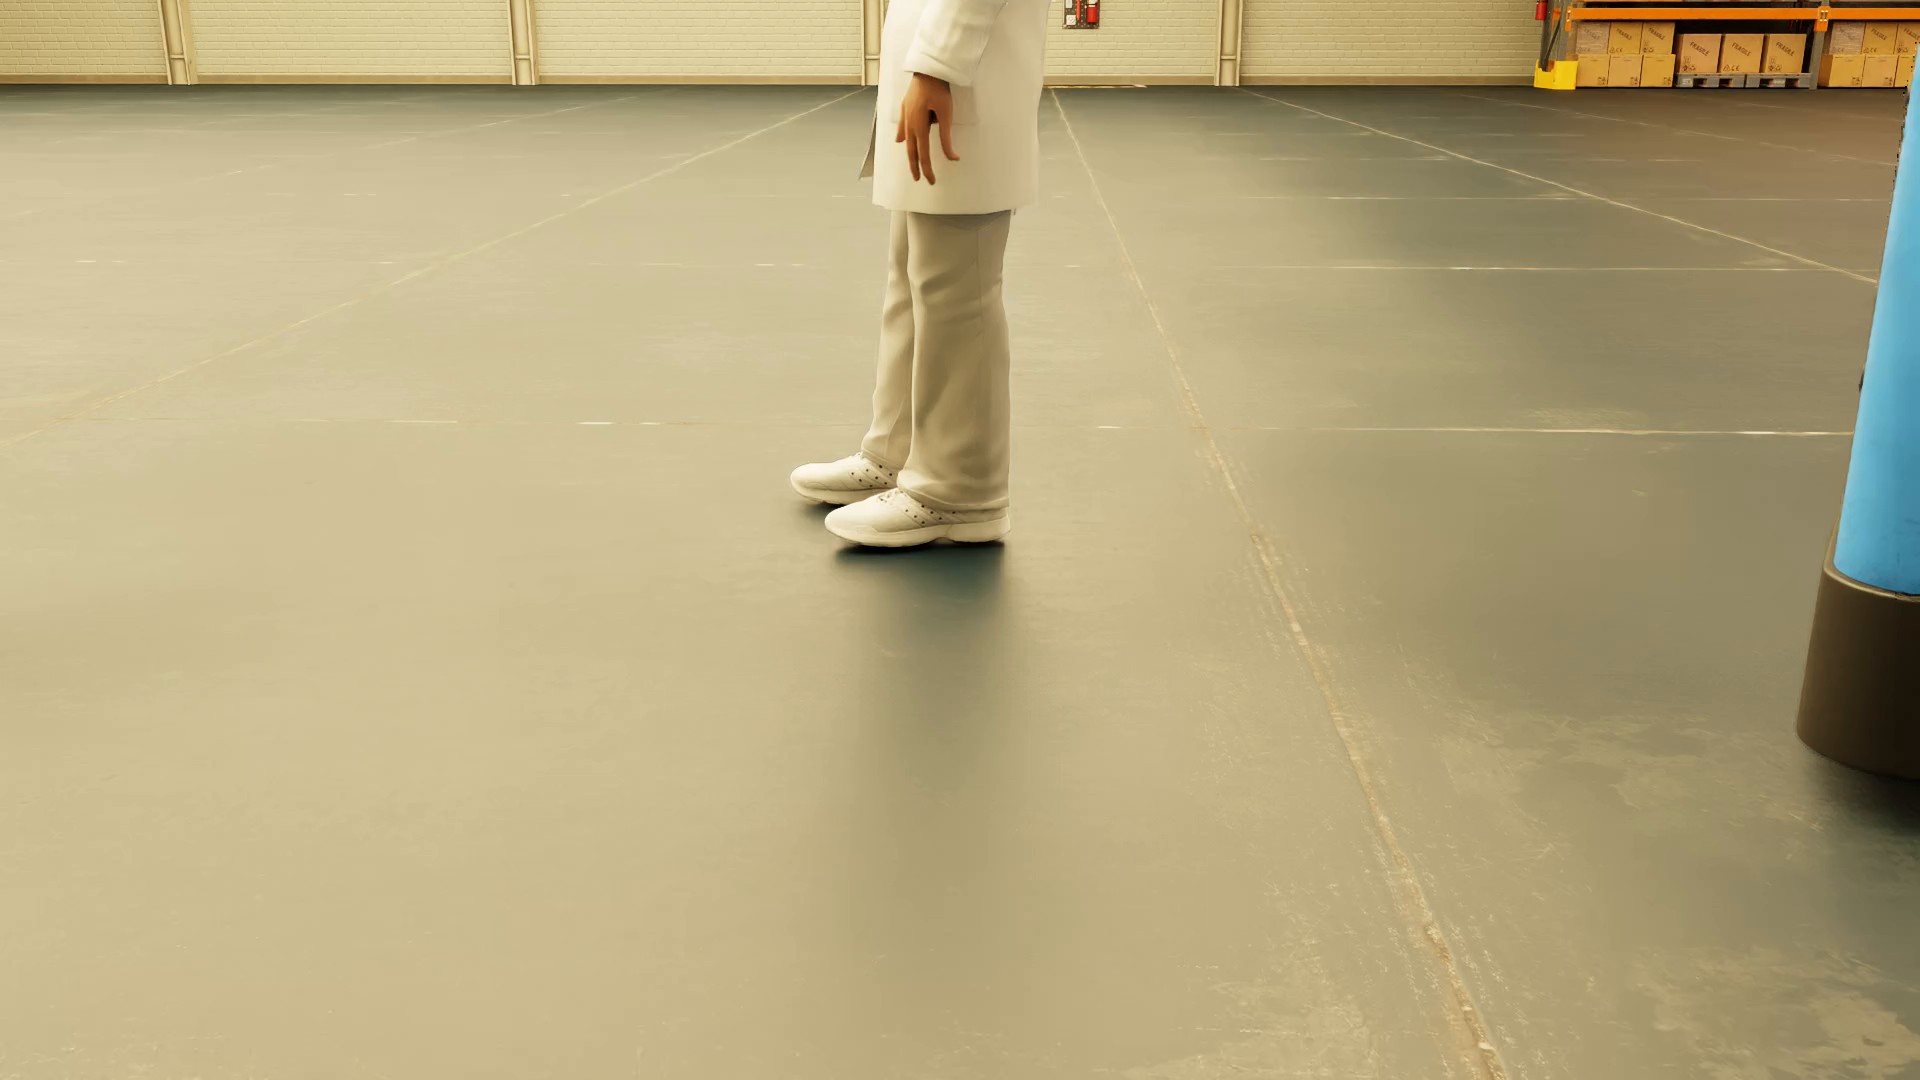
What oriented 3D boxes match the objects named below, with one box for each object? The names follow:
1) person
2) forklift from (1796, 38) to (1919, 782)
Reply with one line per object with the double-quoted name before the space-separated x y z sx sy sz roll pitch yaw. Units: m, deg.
"person" -0.090 -0.858 3.113 0.581 1.775 0.694 1 17 2
"forklift" 2.671 -0.951 1.493 3.031 2.935 1.130 10 20 29
